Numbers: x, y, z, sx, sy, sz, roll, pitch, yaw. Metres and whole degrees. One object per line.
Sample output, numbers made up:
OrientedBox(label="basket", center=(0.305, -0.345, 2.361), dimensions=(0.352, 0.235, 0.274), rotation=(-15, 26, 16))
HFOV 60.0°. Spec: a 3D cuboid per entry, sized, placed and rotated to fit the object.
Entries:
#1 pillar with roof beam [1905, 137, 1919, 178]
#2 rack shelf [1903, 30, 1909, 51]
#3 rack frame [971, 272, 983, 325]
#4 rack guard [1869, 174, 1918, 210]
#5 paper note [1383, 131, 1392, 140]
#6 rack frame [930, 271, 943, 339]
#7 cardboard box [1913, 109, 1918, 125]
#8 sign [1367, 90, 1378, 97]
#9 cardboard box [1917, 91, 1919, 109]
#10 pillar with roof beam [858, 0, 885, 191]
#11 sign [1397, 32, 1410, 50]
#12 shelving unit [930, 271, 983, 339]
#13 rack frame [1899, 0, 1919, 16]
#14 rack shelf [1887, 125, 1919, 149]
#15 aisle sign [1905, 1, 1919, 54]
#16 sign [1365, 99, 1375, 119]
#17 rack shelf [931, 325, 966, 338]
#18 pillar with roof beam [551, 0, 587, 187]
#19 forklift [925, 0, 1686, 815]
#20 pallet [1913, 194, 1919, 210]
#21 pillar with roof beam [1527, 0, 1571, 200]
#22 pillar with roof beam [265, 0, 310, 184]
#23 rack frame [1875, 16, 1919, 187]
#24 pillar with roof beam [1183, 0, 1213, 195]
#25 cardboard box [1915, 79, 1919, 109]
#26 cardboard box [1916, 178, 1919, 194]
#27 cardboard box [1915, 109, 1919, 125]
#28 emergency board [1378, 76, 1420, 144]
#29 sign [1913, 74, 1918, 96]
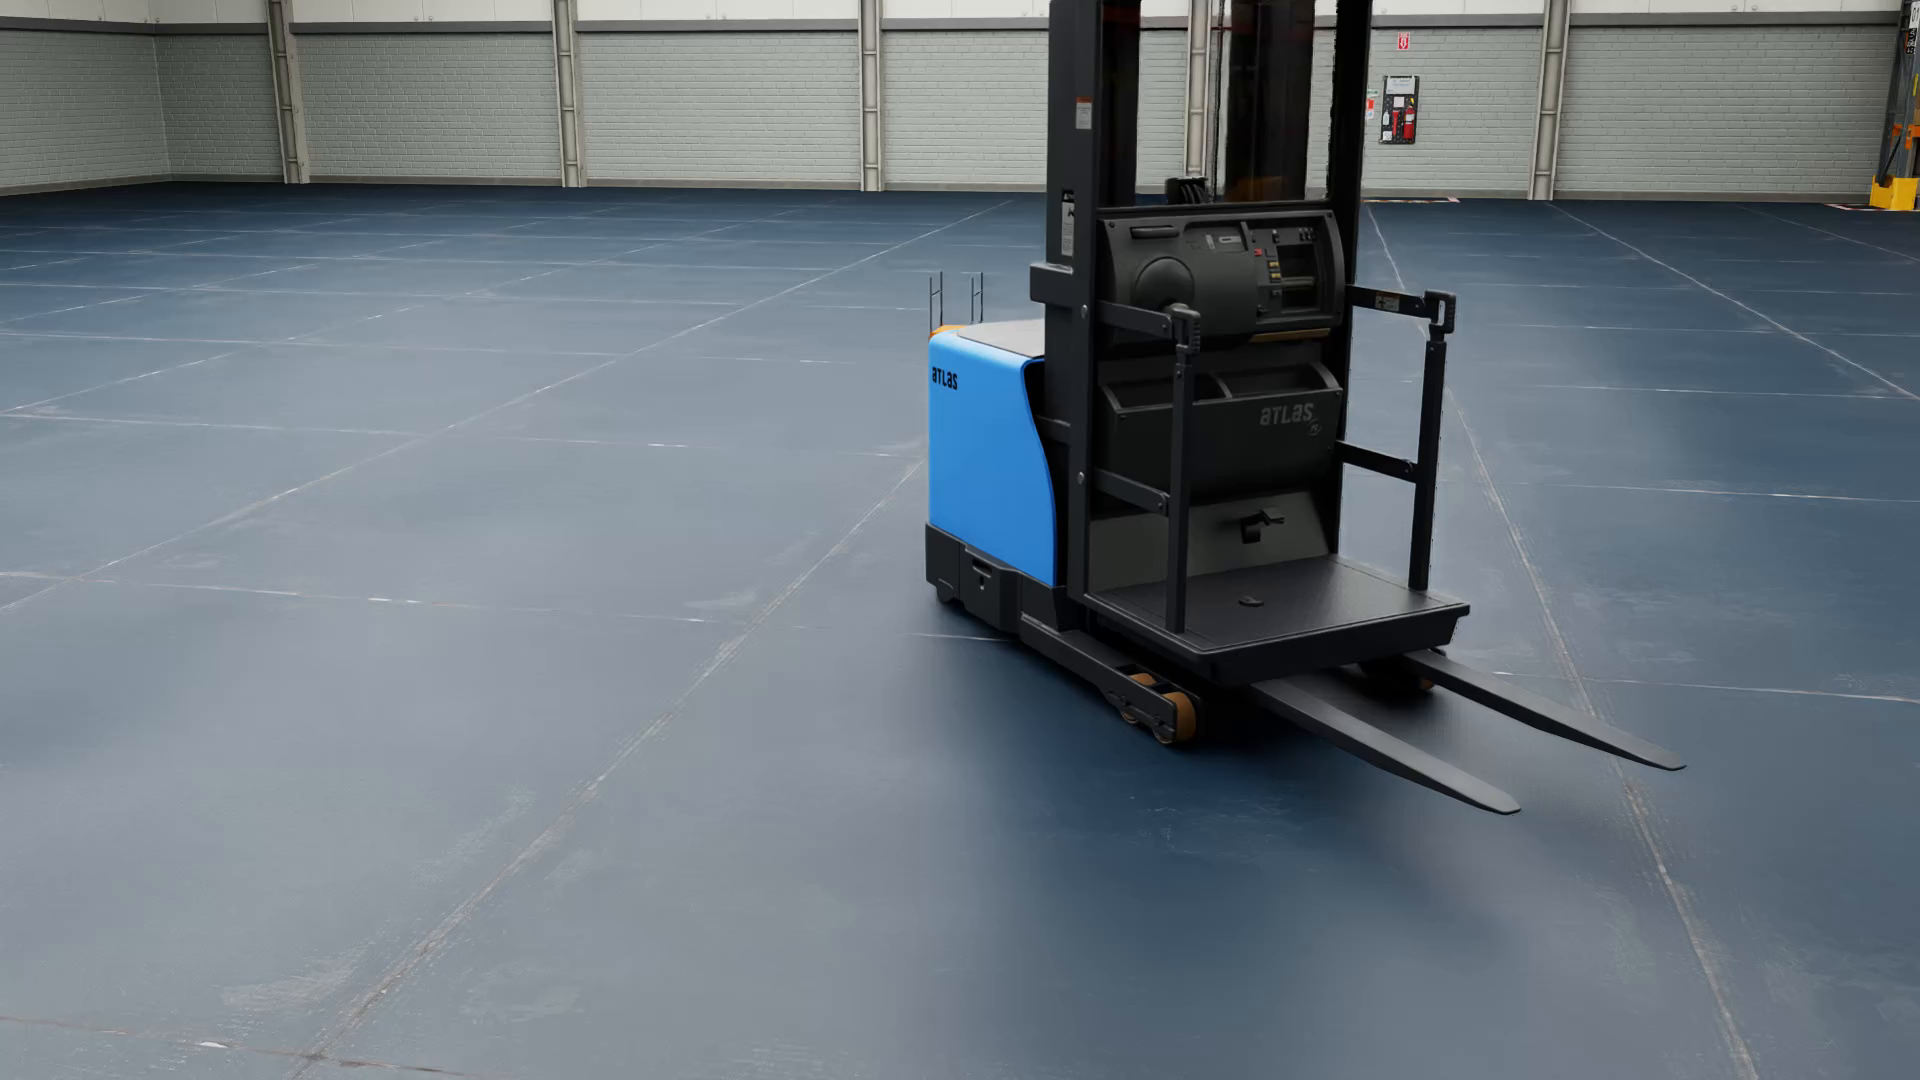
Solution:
OrientedBox(label="pillar with roof beam", center=(15.141, -8.837, 22.607), dimensions=(0.400, 9.000, 9.100), rotation=(3, 16, 11))
OrientedBox(label="rack shelf", center=(17.100, -7.875, 26.103), dimensions=(4.000, 0.370, 1.077), rotation=(3, 16, 11))
OrientedBox(label="rack frame", center=(0.075, -0.574, 7.388), dimensions=(0.006, 1.200, 0.240), rotation=(3, 16, 11))
OrientedBox(label="rack guard", center=(15.215, -5.674, 27.110), dimensions=(0.348, 0.500, 1.175), rotation=(3, 16, 11))
OrientedBox(label="paper note", center=(7.545, -7.135, 29.353), dimensions=(0.142, 0.148, 0.016), rotation=(3, 16, 11))
OrientedBox(label="rack frame", center=(-0.104, -0.584, 7.423), dimensions=(0.006, 1.200, 0.240), rotation=(3, 16, 11))
OrientedBox(label="cardboard box", center=(15.637, -6.846, 26.902), dimensions=(0.500, 0.250, 0.500), rotation=(3, 16, 12))
OrientedBox(label="sign", center=(7.187, -7.859, 29.256), dimensions=(0.331, 0.109, 0.001), rotation=(3, 16, 11))
OrientedBox(label="cardboard box", center=(15.548, -7.078, 26.333), dimensions=(0.500, 0.500, 0.500), rotation=(3, 16, 11))
OrientedBox(label="pillar with roof beam", center=(-2.498, -9.794, 26.064), dimensions=(0.400, 9.000, 9.100), rotation=(3, 16, 11))
OrientedBox(label="sign", center=(7.717, -8.676, 28.923), dimensions=(0.199, 0.298, 0.001), rotation=(3, 16, 11))
OrientedBox(label="shelving unit", center=(-0.014, -0.579, 7.406), dimensions=(0.189, 1.200, 0.258), rotation=(3, 16, 11))
OrientedBox(label="rack frame", center=(15.140, -9.774, 25.991), dimensions=(0.127, 3.000, 1.000), rotation=(3, 16, 11))
OrientedBox(label="rack shelf", center=(17.100, -6.430, 26.503), dimensions=(4.000, 0.370, 1.077), rotation=(3, 16, 11))
OrientedBox(label="aisle sign", center=(15.010, -8.061, 26.175), dimensions=(0.004, 0.787, 0.394), rotation=(3, 16, 11))
OrientedBox(label="sign", center=(7.184, -7.606, 29.336), dimensions=(0.234, 0.329, 0.001), rotation=(3, 16, 11))
OrientedBox(label="rack shelf", center=(-0.014, -0.883, 7.321), dimensions=(0.180, 0.103, 0.258), rotation=(3, 16, 11))
OrientedBox(label="pillar with roof beam", center=(-8.378, -10.114, 27.216), dimensions=(0.400, 9.000, 9.100), rotation=(3, 16, 11))
OrientedBox(label="forklift", center=(0.986, -0.903, 5.333), dimensions=(1.130, 2.935, 3.031), rotation=(-8, 17, -26))
OrientedBox(label="pallet", center=(16.004, -5.482, 26.960), dimensions=(1.213, 0.211, 1.003), rotation=(3, 16, 11))
OrientedBox(label="pillar with roof beam", center=(9.261, -9.156, 23.760), dimensions=(0.400, 9.000, 9.100), rotation=(3, 16, 11))
OrientedBox(label="pillar with roof beam", center=(-14.257, -10.433, 28.369), dimensions=(0.400, 9.000, 9.100), rotation=(3, 16, 11))
OrientedBox(label="rack frame", center=(15.140, -6.883, 26.791), dimensions=(0.127, 3.000, 1.000), rotation=(3, 16, 11))
OrientedBox(label="pillar with roof beam", center=(3.382, -9.475, 24.912), dimensions=(0.400, 9.000, 9.100), rotation=(3, 16, 11))
OrientedBox(label="cardboard box", center=(15.645, -7.212, 26.819), dimensions=(0.500, 0.500, 0.500), rotation=(3, 16, 10))
OrientedBox(label="cardboard box", center=(15.801, -5.739, 26.874), dimensions=(0.500, 0.311, 0.500), rotation=(1, 16, 5))
OrientedBox(label="cardboard box", center=(15.555, -6.711, 26.415), dimensions=(0.500, 0.250, 0.500), rotation=(3, 16, 9))
OrientedBox(label="emergency board", center=(7.705, -7.532, 29.137), dimensions=(0.643, 1.169, 0.194), rotation=(3, 16, 11))
OrientedBox(label="sign", center=(15.033, -7.158, 26.163), dimensions=(0.005, 0.325, 0.100), rotation=(3, 16, 11))
